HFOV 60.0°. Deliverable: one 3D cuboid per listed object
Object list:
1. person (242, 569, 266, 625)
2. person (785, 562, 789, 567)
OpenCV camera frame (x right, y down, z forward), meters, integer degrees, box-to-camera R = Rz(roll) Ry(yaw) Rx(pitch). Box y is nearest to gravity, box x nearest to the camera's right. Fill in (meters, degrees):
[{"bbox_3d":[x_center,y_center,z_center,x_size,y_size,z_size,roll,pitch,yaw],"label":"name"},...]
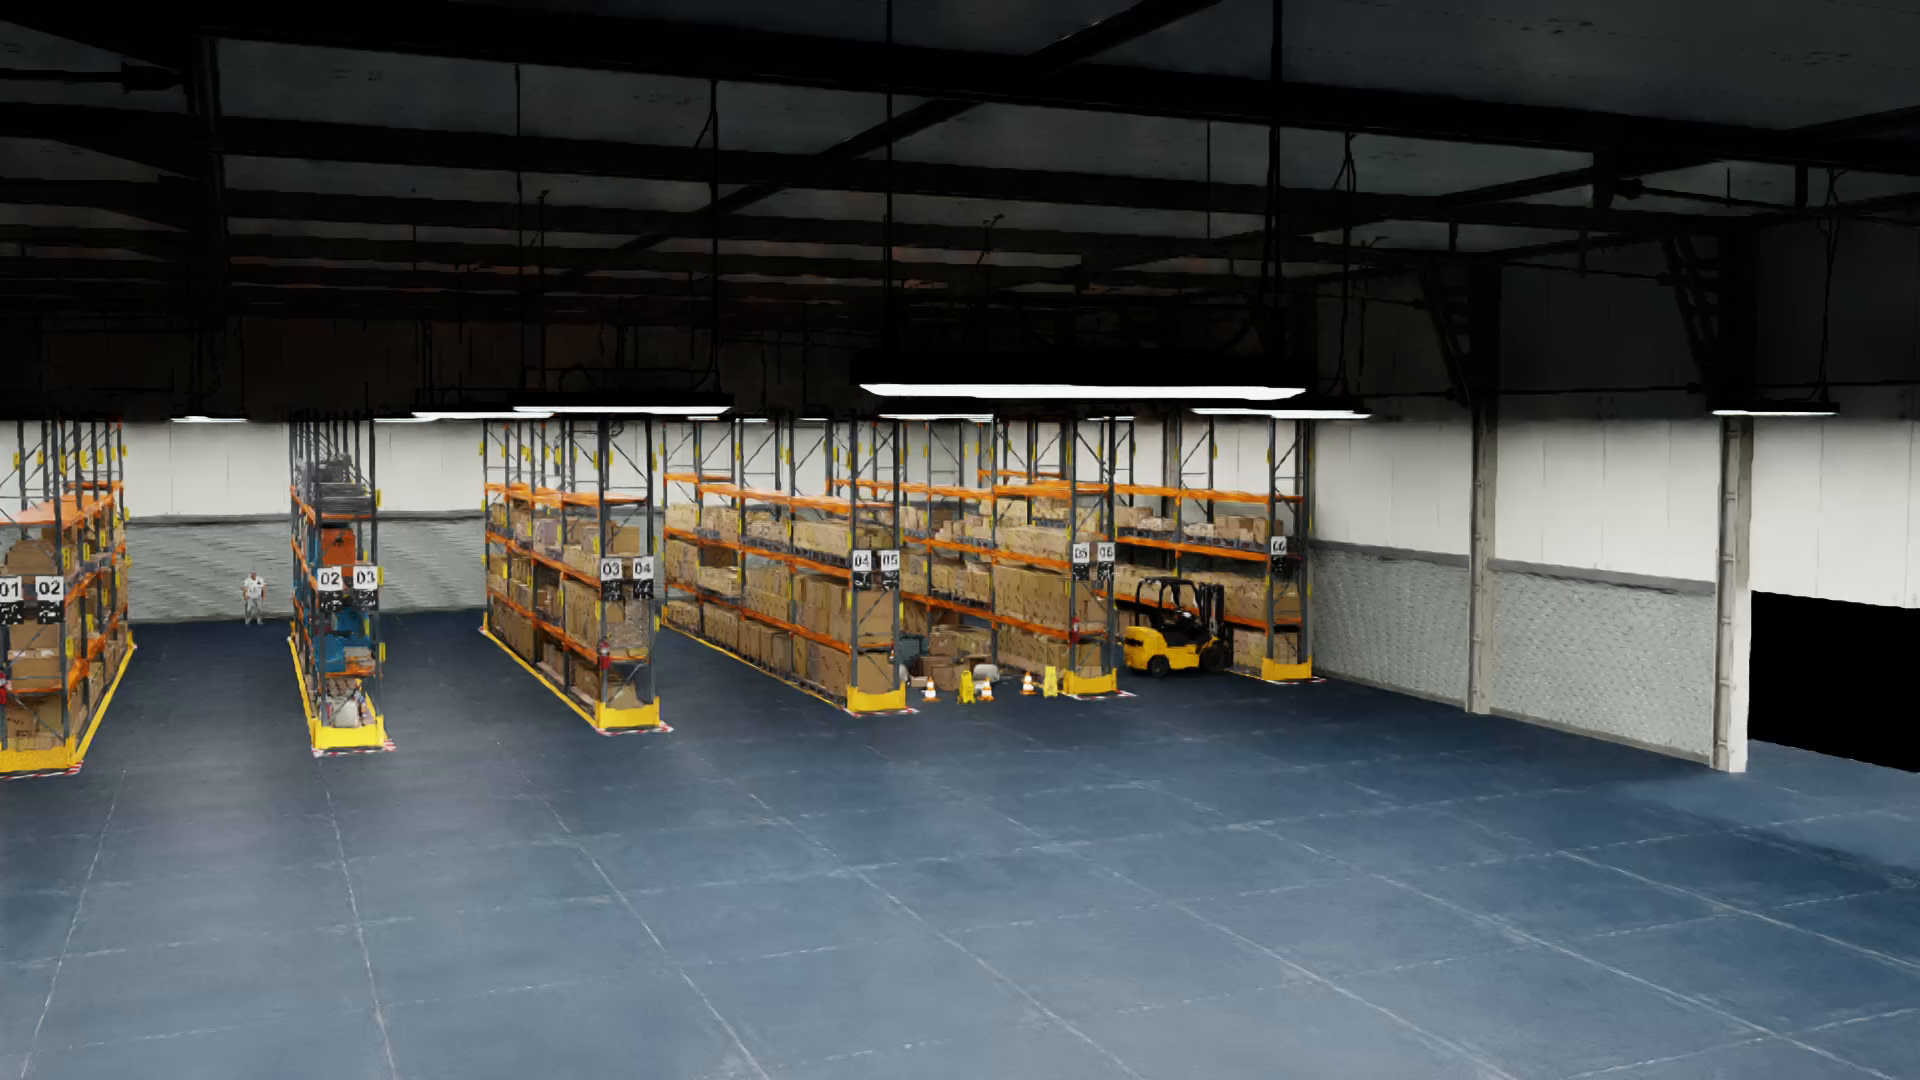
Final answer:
[{"bbox_3d":[-20.062,1.617,47.268,0.625,1.611,0.575,-2,4,-25],"label":"person"},{"bbox_3d":[-5.077,1.463,48.550,0.729,1.733,0.538,-2,4,-25],"label":"person"}]
